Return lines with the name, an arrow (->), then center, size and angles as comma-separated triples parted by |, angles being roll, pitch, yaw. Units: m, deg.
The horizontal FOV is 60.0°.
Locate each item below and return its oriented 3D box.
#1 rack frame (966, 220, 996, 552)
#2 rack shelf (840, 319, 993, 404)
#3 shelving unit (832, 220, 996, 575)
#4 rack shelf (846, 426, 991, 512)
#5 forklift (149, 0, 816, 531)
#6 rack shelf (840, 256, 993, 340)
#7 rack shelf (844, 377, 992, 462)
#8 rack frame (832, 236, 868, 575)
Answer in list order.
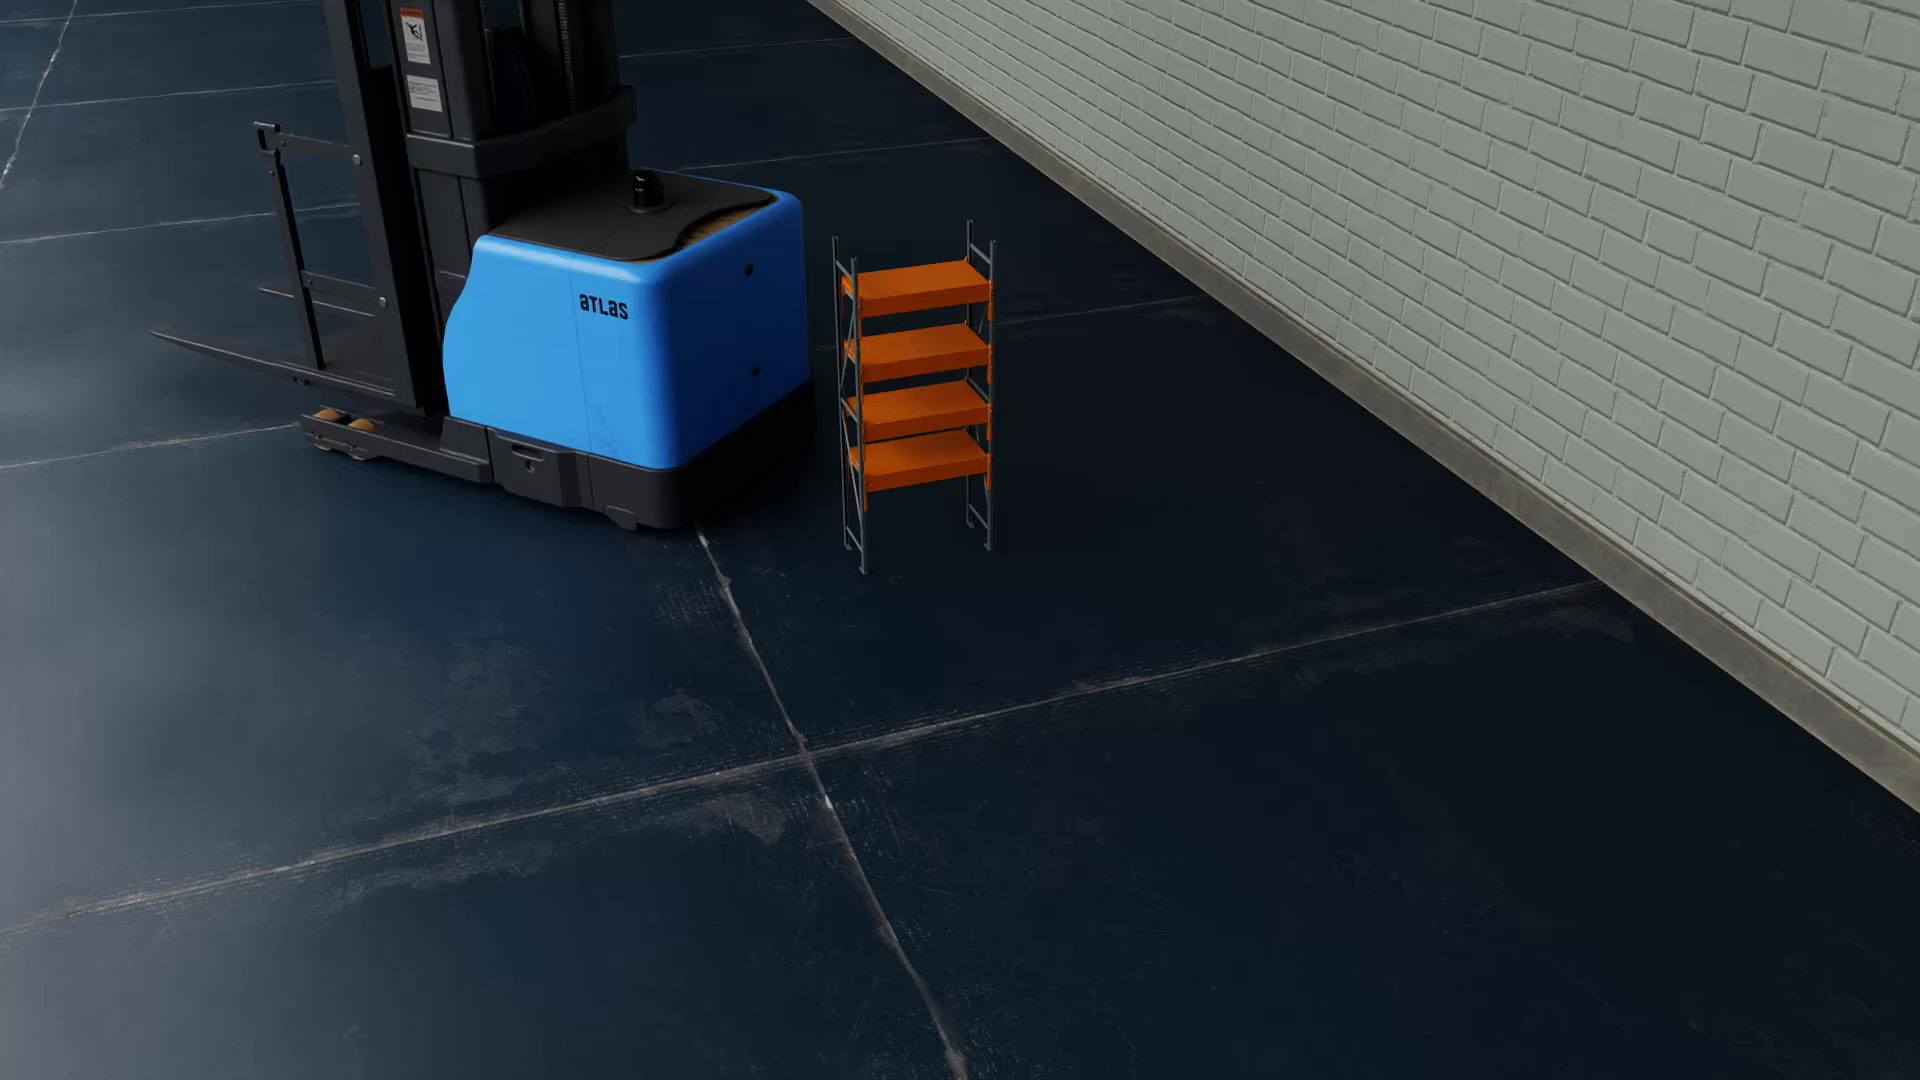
rack frame -> 0.074, -0.535, 5.977 | 0.015, 1.200, 0.240 | -10, 31, -18
rack shelf -> -0.155, -0.629, 5.825 | 0.480, 0.148, 0.258 | -10, 31, -18
shelving unit -> -0.155, -0.493, 5.903 | 0.503, 1.200, 0.258 | -10, 31, -18
rack shelf -> -0.155, -0.262, 6.034 | 0.480, 0.148, 0.258 | -10, 31, -18
forklift -> -2.143, -1.814, 6.473 | 3.031, 2.935, 1.130 | 15, 33, 24
rack shelf -> -0.155, -0.834, 5.708 | 0.480, 0.148, 0.258 | -10, 31, -18
rack shelf -> -0.155, -0.434, 5.936 | 0.480, 0.148, 0.258 | -10, 31, -18
rack frame -> -0.384, -0.451, 5.829 | 0.015, 1.200, 0.240 | -10, 31, -18
